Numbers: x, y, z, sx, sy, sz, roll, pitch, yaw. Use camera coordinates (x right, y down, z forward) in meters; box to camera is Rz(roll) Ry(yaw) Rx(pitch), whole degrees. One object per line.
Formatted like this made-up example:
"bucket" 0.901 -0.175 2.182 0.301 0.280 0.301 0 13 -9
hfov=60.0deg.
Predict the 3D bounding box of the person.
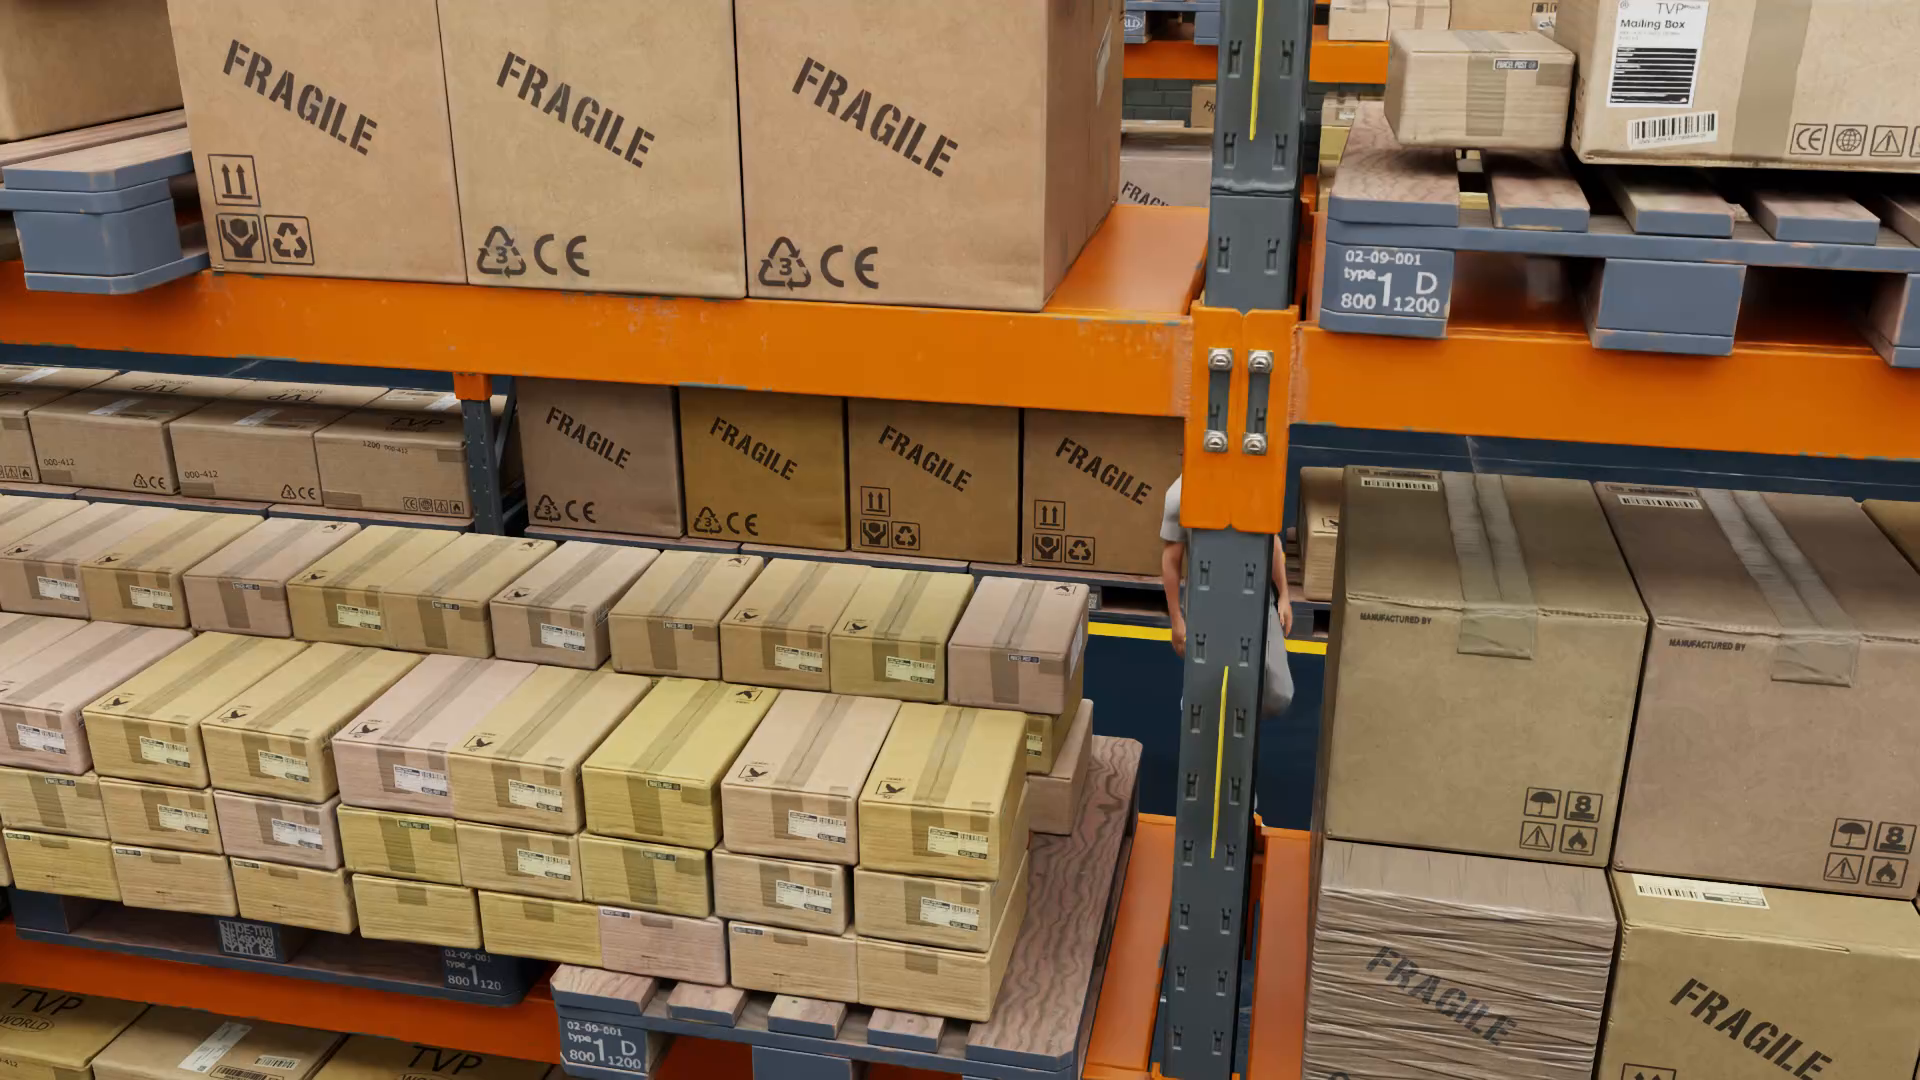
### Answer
"person" 1.048 0.300 6.330 0.517 1.645 0.728 -6 23 -16
